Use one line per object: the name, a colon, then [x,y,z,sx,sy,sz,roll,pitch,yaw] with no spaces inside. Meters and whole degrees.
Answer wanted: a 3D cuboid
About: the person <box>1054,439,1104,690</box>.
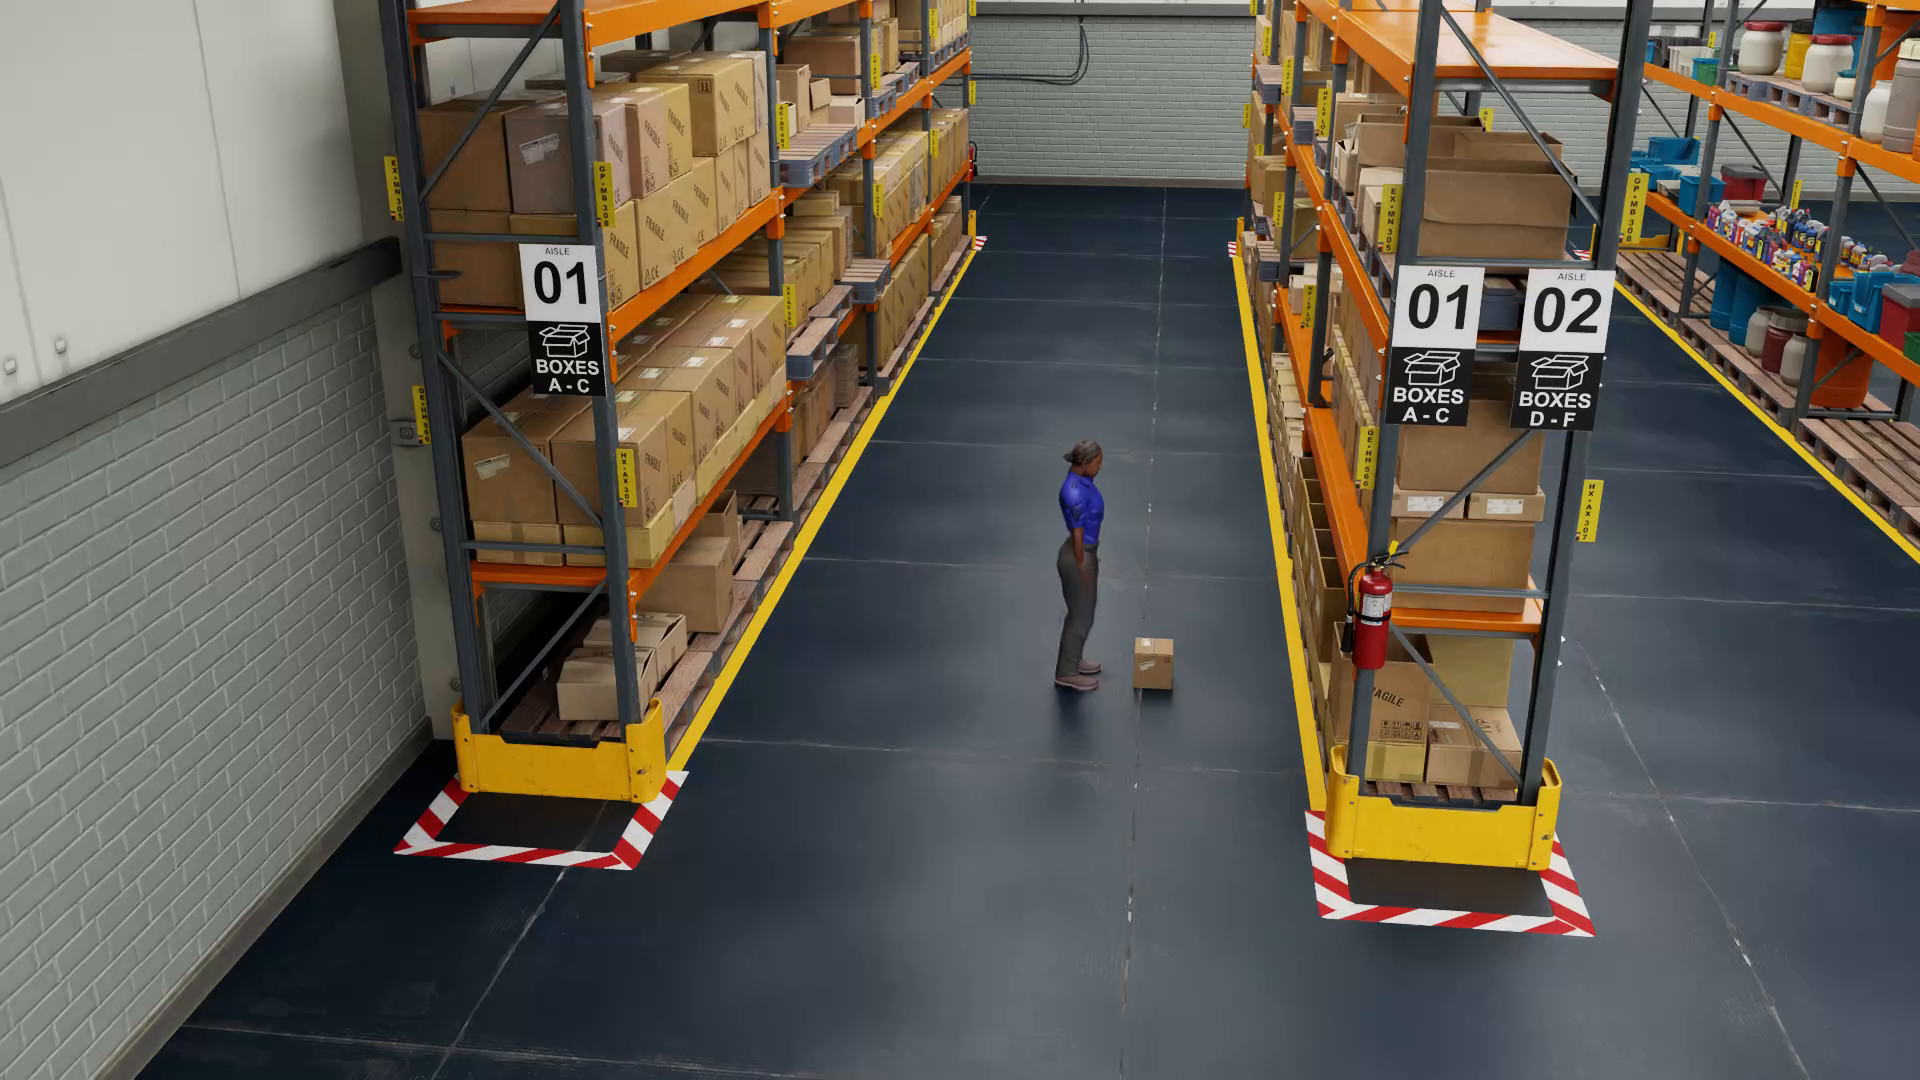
person: [0.783,0.136,10.762,0.300,1.653,0.440,3,21,7]
